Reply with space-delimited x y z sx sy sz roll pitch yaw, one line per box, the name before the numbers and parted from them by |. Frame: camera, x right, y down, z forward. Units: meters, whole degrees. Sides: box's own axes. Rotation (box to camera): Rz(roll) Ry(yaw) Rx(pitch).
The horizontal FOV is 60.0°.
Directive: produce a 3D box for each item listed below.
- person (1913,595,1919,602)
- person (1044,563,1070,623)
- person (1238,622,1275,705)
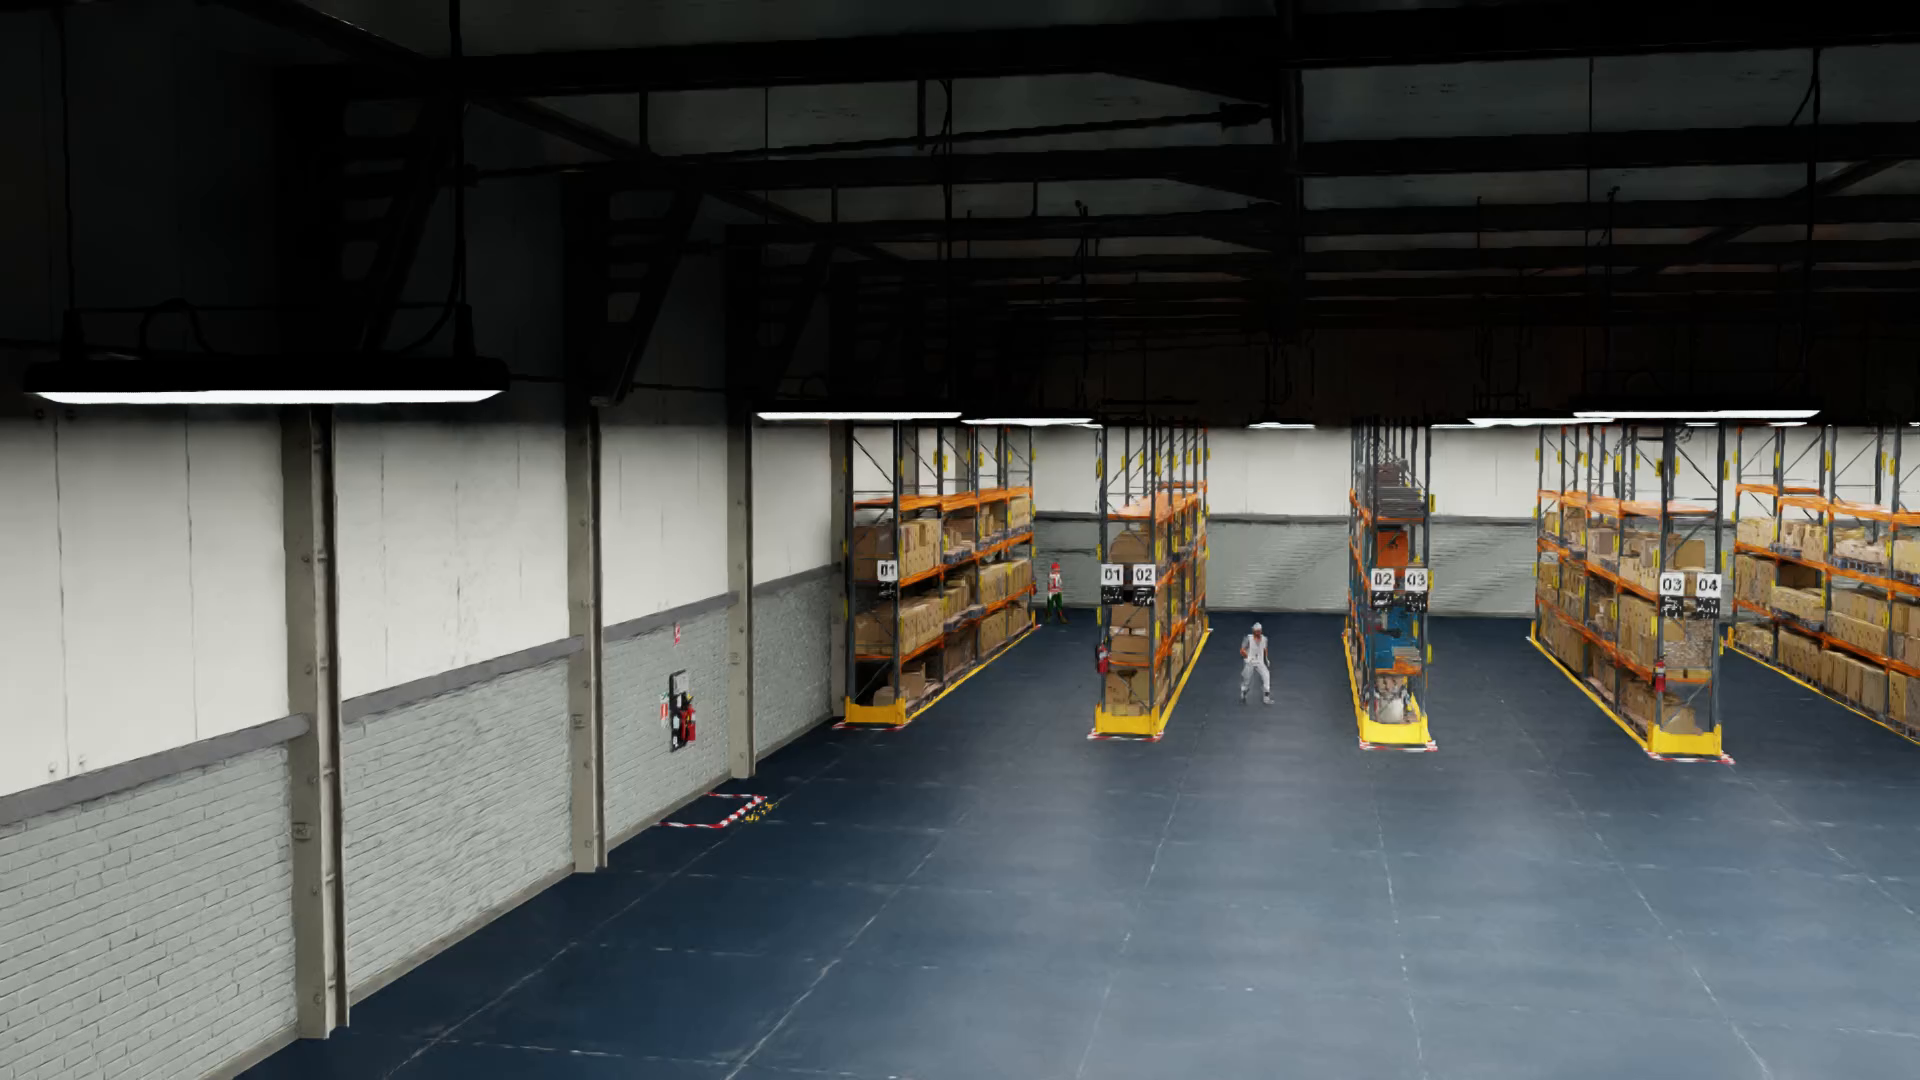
person | 26.645 1.923 45.983 0.461 1.500 0.520 -1 4 -21
person | 2.821 1.559 48.928 0.708 1.784 0.531 -4 5 -44
person | 6.148 2.549 34.604 0.686 1.716 0.838 0 4 -4
